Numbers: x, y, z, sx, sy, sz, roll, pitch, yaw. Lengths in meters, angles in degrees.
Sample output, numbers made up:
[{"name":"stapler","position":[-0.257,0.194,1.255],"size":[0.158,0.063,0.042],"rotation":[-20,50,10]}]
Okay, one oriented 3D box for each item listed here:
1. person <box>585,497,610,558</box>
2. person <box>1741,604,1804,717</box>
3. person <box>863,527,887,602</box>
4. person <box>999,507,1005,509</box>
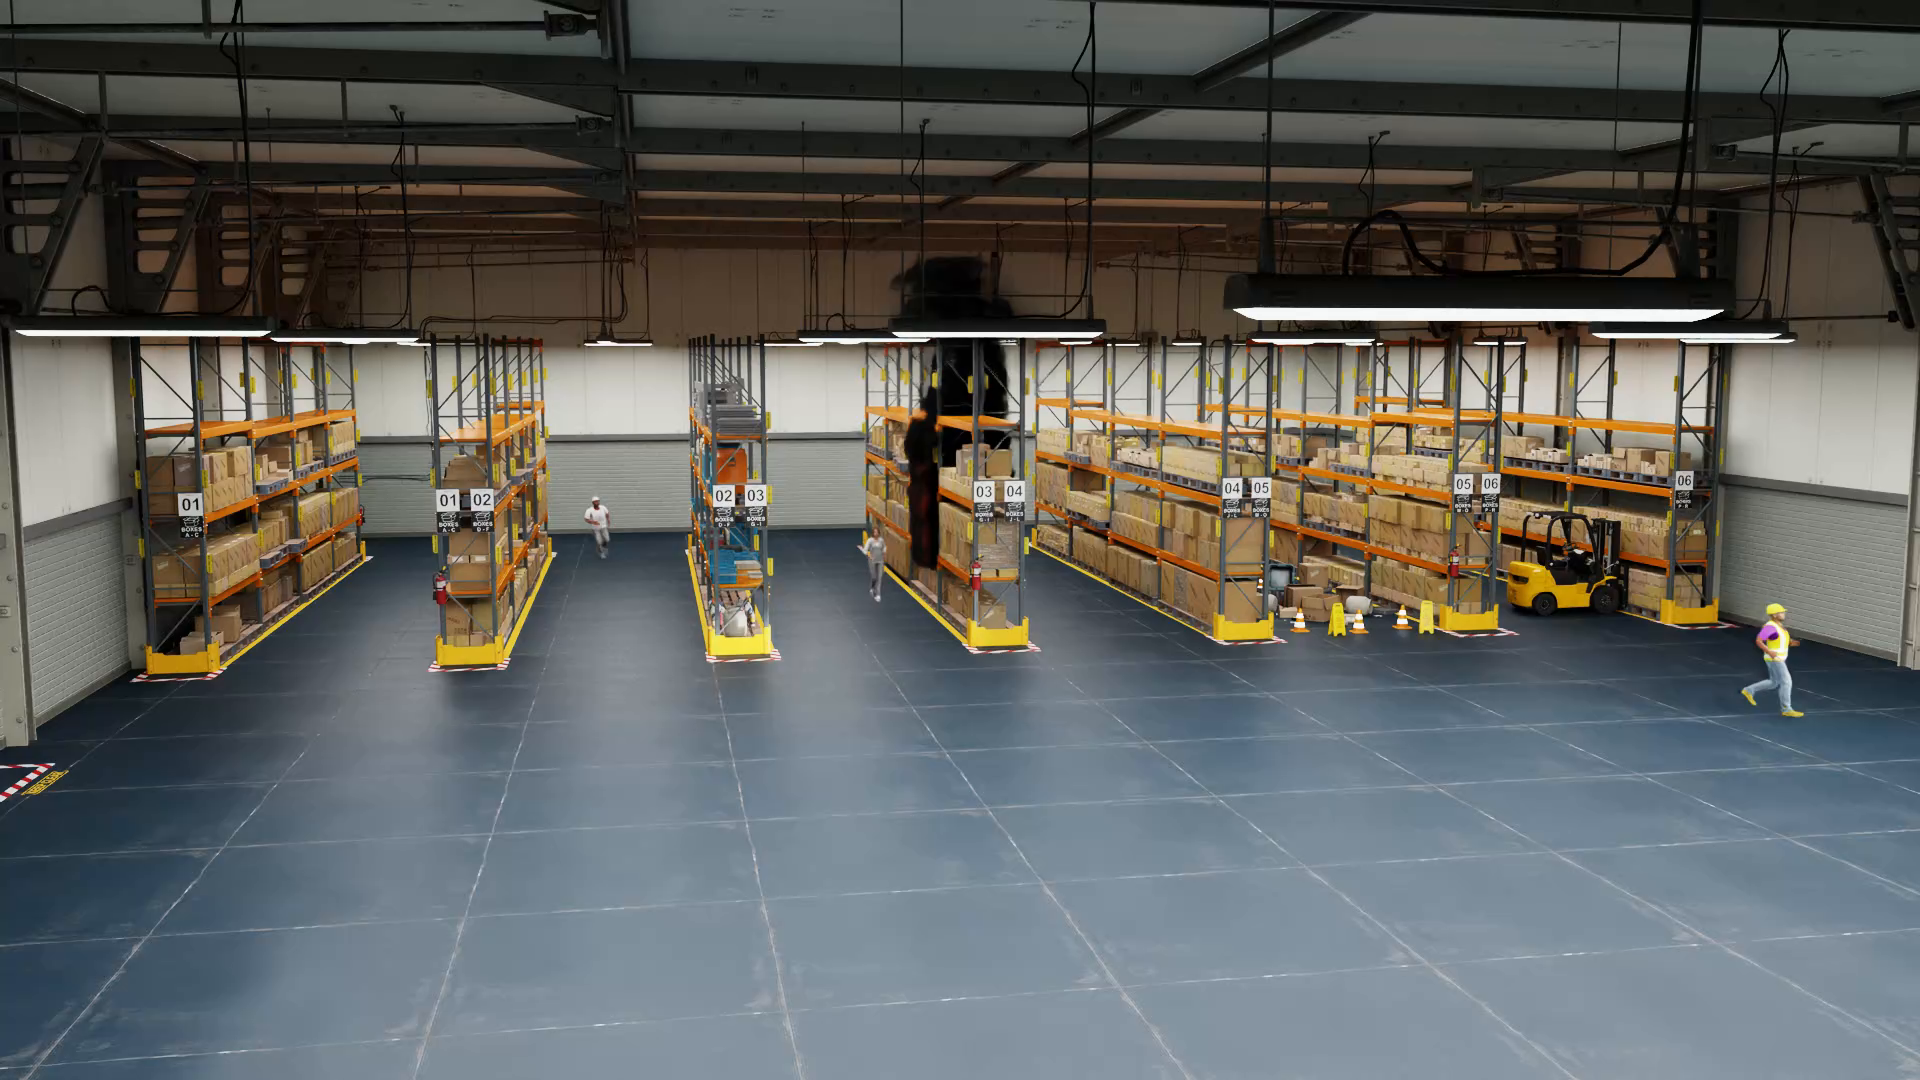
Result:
[{"name":"person","position":[-9.873,-0.336,45.402],"size":[0.710,1.703,0.531],"rotation":[-3,7,-28]},{"name":"person","position":[12.760,1.870,26.056],"size":[0.933,1.745,0.713],"rotation":[5,8,34]},{"name":"person","position":[-1.822,0.515,36.177],"size":[0.547,1.597,0.642],"rotation":[-2,7,-16]},{"name":"person","position":[0.926,-0.621,48.004],"size":[0.819,1.711,0.858],"rotation":[4,7,29]}]
